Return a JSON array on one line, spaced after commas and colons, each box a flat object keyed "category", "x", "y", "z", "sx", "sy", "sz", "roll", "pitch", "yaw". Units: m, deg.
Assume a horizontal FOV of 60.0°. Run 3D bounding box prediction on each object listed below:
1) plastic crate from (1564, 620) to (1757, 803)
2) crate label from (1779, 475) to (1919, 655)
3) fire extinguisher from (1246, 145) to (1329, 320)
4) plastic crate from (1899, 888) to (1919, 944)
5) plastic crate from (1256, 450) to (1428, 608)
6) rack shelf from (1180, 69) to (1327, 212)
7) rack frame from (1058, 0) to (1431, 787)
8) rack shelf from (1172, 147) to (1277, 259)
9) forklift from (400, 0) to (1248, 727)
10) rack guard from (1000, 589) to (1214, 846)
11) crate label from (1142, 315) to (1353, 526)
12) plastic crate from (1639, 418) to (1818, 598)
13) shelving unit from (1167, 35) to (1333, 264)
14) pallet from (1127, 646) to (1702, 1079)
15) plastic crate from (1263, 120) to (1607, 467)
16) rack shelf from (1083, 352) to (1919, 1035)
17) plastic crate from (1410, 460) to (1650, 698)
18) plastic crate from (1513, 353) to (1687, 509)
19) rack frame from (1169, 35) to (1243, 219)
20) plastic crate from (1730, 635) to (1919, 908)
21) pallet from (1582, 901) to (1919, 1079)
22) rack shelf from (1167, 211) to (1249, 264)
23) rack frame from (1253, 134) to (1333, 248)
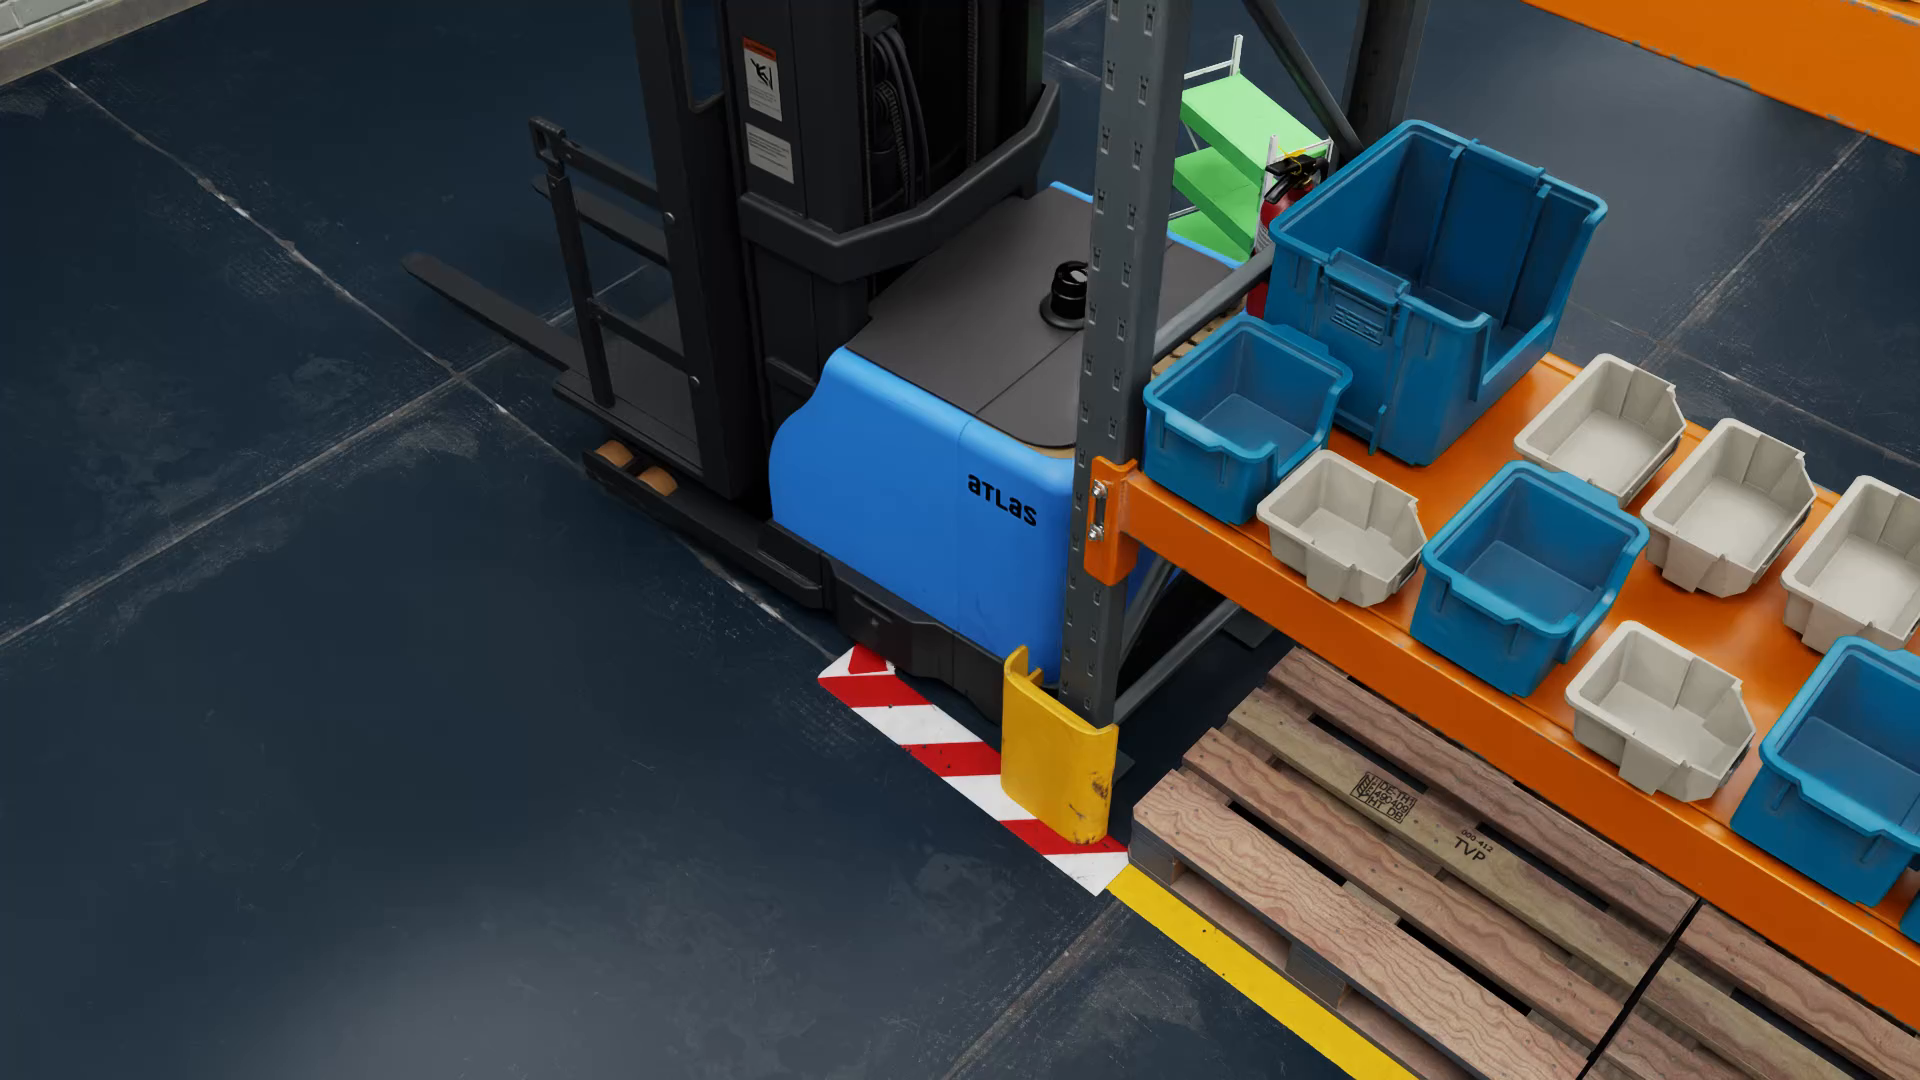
[{"category": "plastic crate", "x": 1.271, "y": 0.329, "z": 3.023, "sx": 0.298, "sy": 0.136, "sz": 0.250, "roll": 34, "pitch": 55, "yaw": 28}, {"category": "crate label", "x": 1.781, "y": 0.075, "z": 3.262, "sx": 0.243, "sy": 0.136, "sz": 0.396, "roll": 34, "pitch": 55, "yaw": 28}, {"category": "fire extinguisher", "x": 0.832, "y": -0.741, "z": 4.197, "sx": 0.183, "sy": 0.674, "sz": 0.296, "roll": 34, "pitch": 55, "yaw": 28}, {"category": "plastic crate", "x": 1.781, "y": 0.558, "z": 2.743, "sx": 0.300, "sy": 0.233, "sz": 0.416, "roll": 34, "pitch": 55, "yaw": 28}, {"category": "plastic crate", "x": 0.772, "y": -0.006, "z": 3.338, "sx": 0.298, "sy": 0.136, "sz": 0.250, "roll": 34, "pitch": 55, "yaw": 28}, {"category": "rack shelf", "x": 0.864, "y": -1.204, "z": 4.987, "sx": 0.258, "sy": 0.148, "sz": 0.480, "roll": -22, "pitch": 50, "yaw": -19}, {"category": "rack frame", "x": 0.634, "y": -0.577, "z": 3.734, "sx": 0.127, "sy": 3.000, "sz": 1.000, "roll": 34, "pitch": 55, "yaw": 28}, {"category": "rack shelf", "x": 0.864, "y": -1.040, "z": 5.162, "sx": 0.258, "sy": 0.148, "sz": 0.480, "roll": -22, "pitch": 50, "yaw": -19}, {"category": "forklift", "x": -0.585, "y": -1.345, "z": 4.502, "sx": 3.031, "sy": 2.935, "sz": 1.130, "roll": 30, "pitch": 54, "yaw": 25}, {"category": "rack guard", "x": 0.608, "y": 0.274, "z": 4.650, "sx": 0.348, "sy": 0.500, "sz": 1.175, "roll": 34, "pitch": 55, "yaw": 28}, {"category": "crate label", "x": 0.593, "y": -0.242, "z": 3.493, "sx": 0.303, "sy": 0.233, "sz": 0.416, "roll": 34, "pitch": 55, "yaw": 28}, {"category": "plastic crate", "x": 1.560, "y": -0.050, "z": 3.379, "sx": 0.243, "sy": 0.136, "sz": 0.396, "roll": 34, "pitch": 55, "yaw": 28}, {"category": "shelving unit", "x": 0.864, "y": -0.919, "z": 5.290, "sx": 0.258, "sy": 1.200, "sz": 0.503, "roll": -22, "pitch": 50, "yaw": -19}, {"category": "pallet", "x": 1.214, "y": 0.806, "z": 4.348, "sx": 1.213, "sy": 0.211, "sz": 1.003, "roll": 34, "pitch": 55, "yaw": 28}, {"category": "plastic crate", "x": 1.007, "y": -0.544, "z": 3.638, "sx": 0.499, "sy": 0.435, "sz": 0.616, "roll": 34, "pitch": 55, "yaw": 28}, {"category": "rack shelf", "x": 2.104, "y": 0.658, "z": 3.068, "sx": 4.000, "sy": 0.370, "sz": 1.077, "roll": 34, "pitch": 55, "yaw": 28}, {"category": "plastic crate", "x": 1.076, "y": 0.084, "z": 3.188, "sx": 0.300, "sy": 0.233, "sz": 0.416, "roll": 34, "pitch": 55, "yaw": 28}, {"category": "plastic crate", "x": 1.357, "y": -0.201, "z": 3.521, "sx": 0.243, "sy": 0.136, "sz": 0.396, "roll": 34, "pitch": 55, "yaw": 28}, {"category": "rack frame", "x": 0.748, "y": -1.076, "z": 5.437, "sx": 0.240, "sy": 1.200, "sz": 0.015, "roll": -22, "pitch": 50, "yaw": -19}, {"category": "plastic crate", "x": 1.560, "y": 0.409, "z": 2.882, "sx": 0.300, "sy": 0.233, "sz": 0.416, "roll": 34, "pitch": 55, "yaw": 28}, {"category": "pallet", "x": 2.106, "y": 1.409, "z": 3.782, "sx": 1.213, "sy": 0.211, "sz": 1.003, "roll": 34, "pitch": 55, "yaw": 28}, {"category": "rack shelf", "x": 0.864, "y": -0.876, "z": 5.337, "sx": 0.258, "sy": 0.148, "sz": 0.480, "roll": -22, "pitch": 50, "yaw": -19}, {"category": "rack frame", "x": 0.981, "y": -0.763, "z": 5.144, "sx": 0.240, "sy": 1.200, "sz": 0.015, "roll": -22, "pitch": 50, "yaw": -19}]
